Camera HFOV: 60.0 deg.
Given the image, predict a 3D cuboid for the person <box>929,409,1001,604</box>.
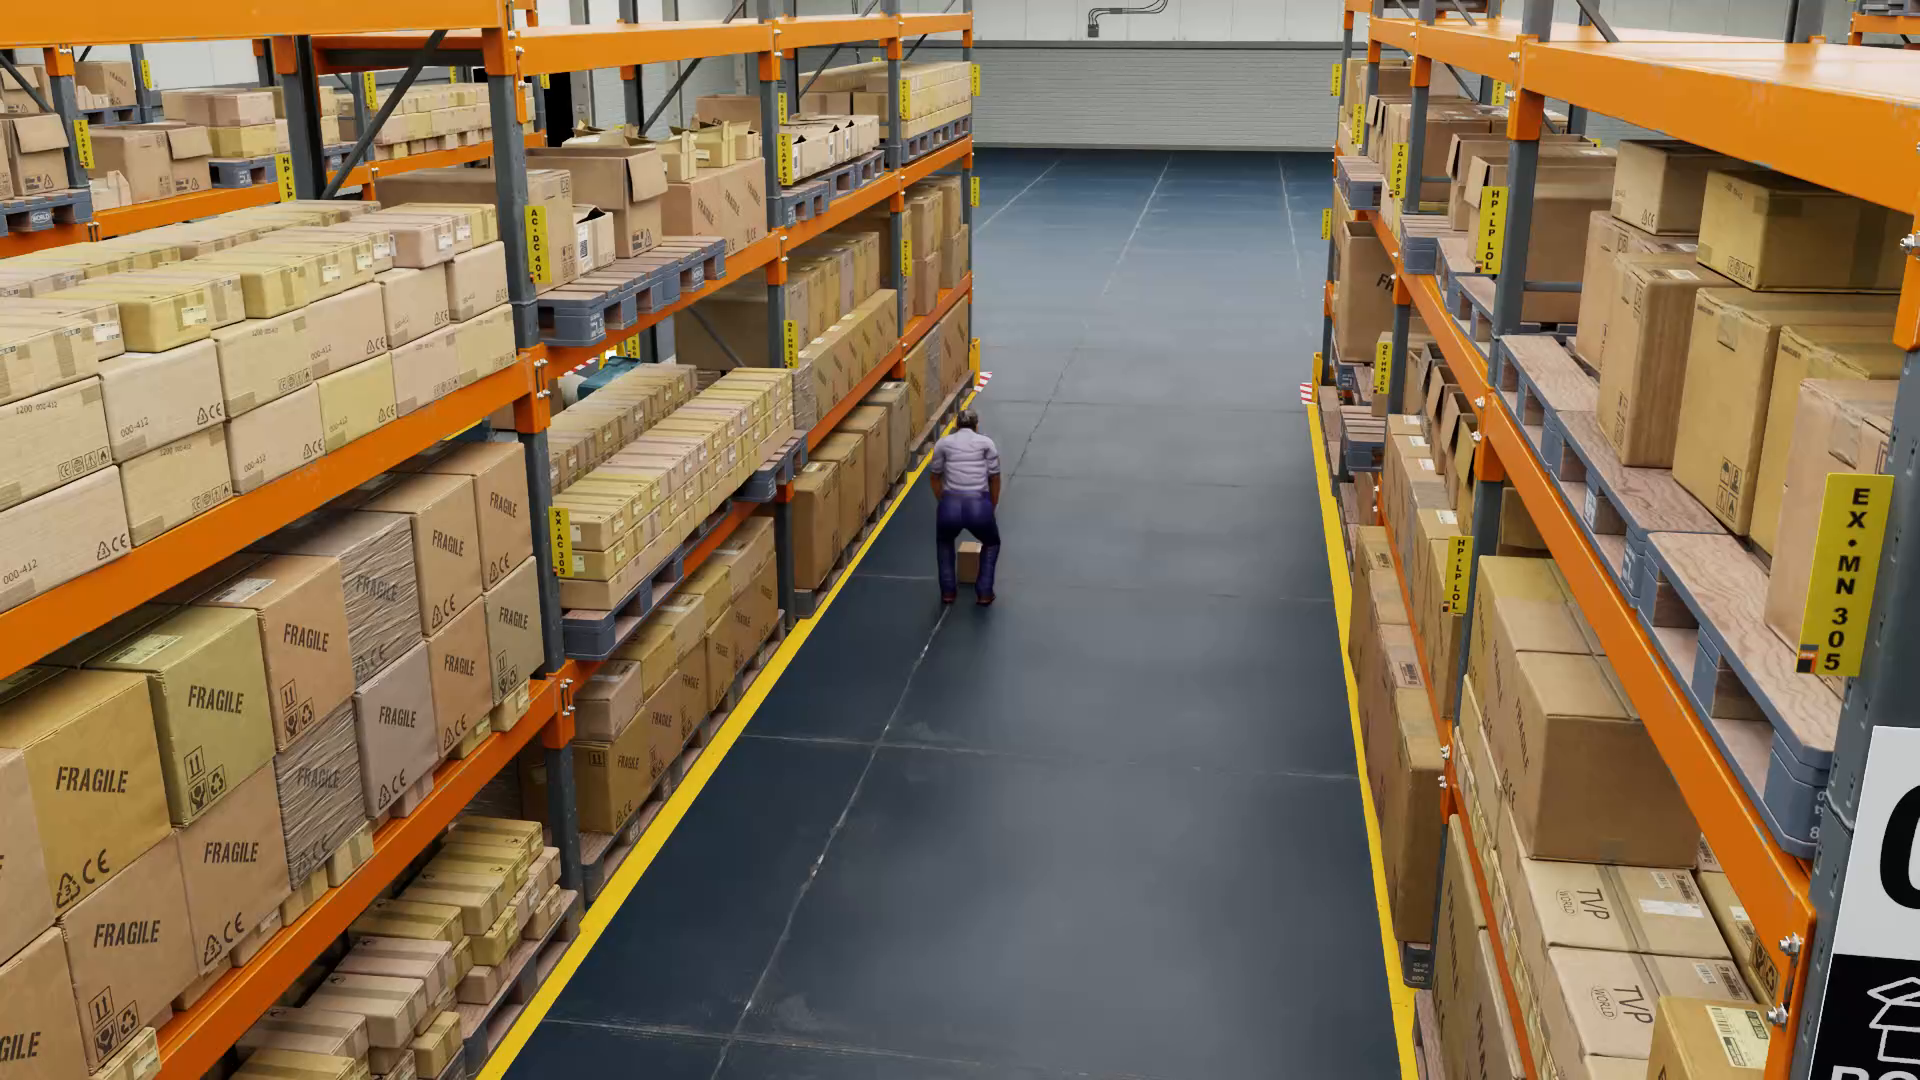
[{"bbox_3d":[0.027,-0.230,12.213,0.526,1.395,0.636,3,18,9],"label":"person"}]
